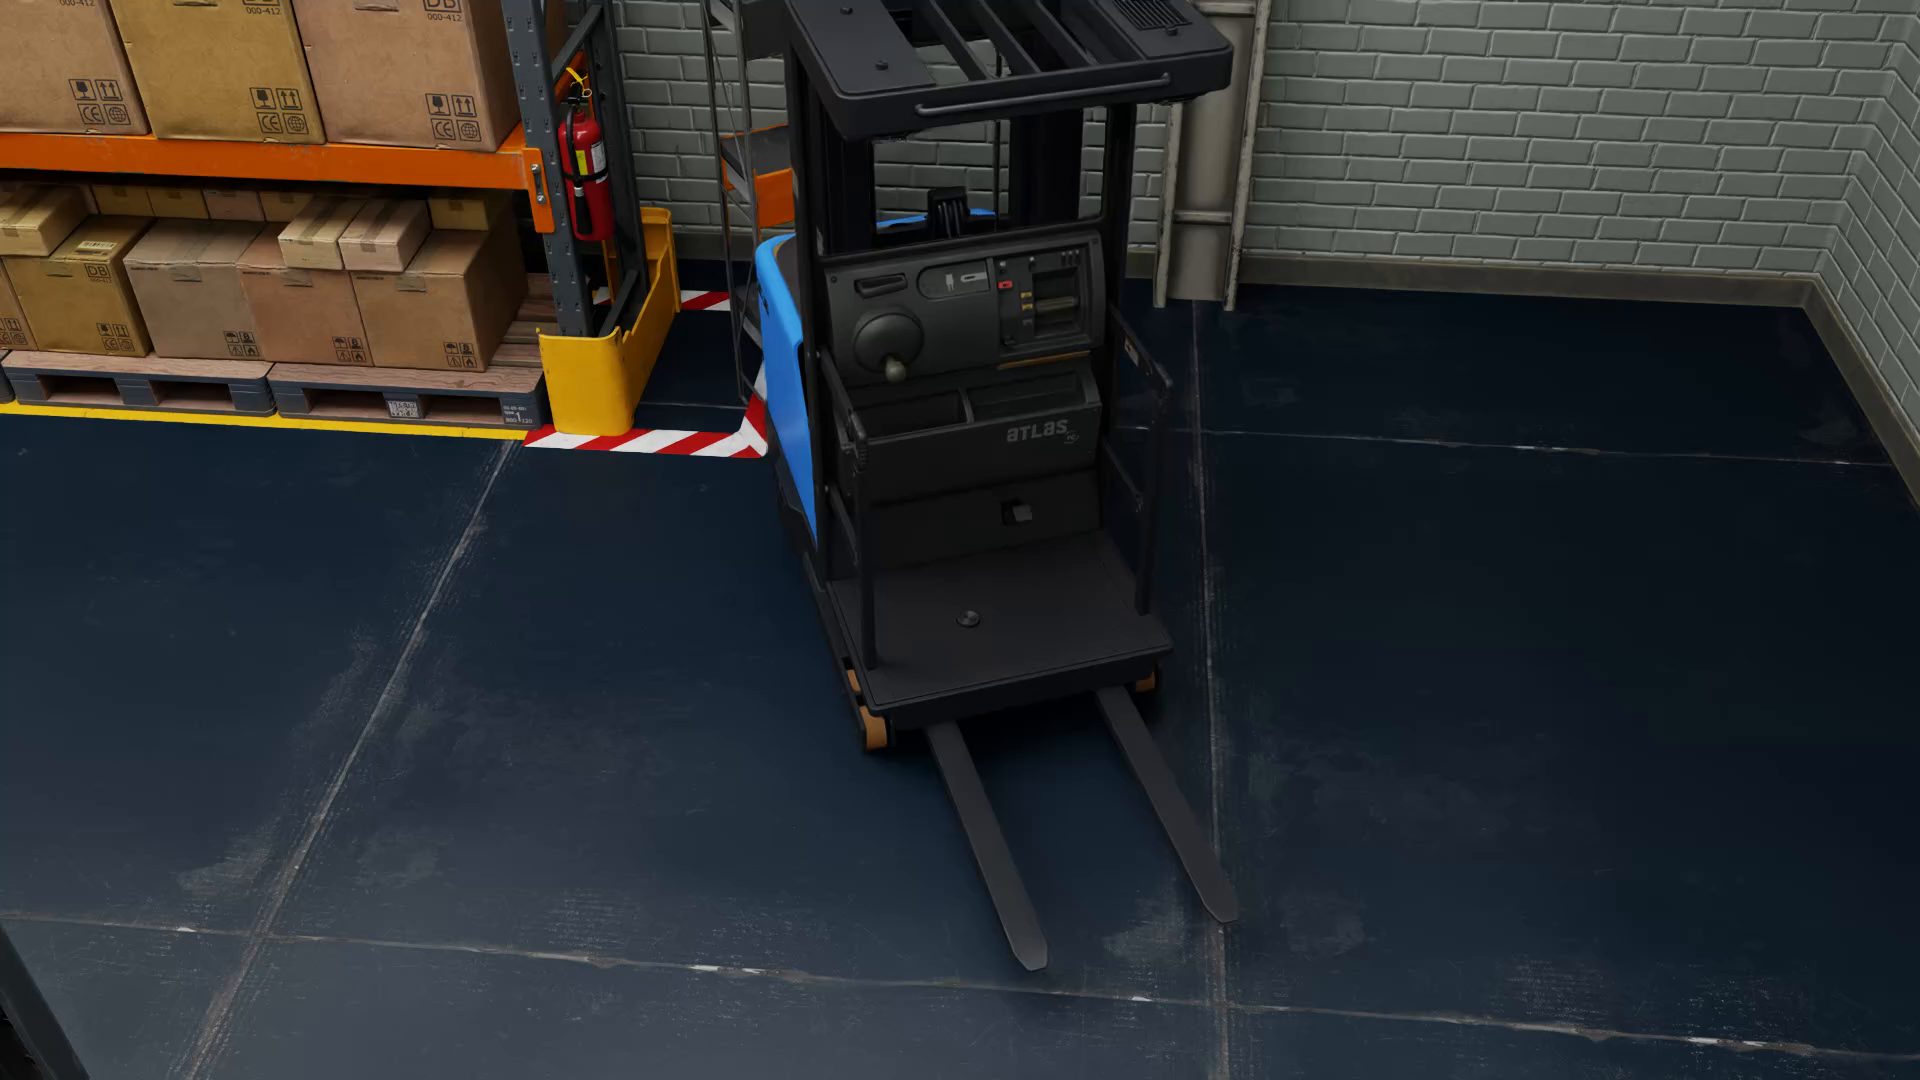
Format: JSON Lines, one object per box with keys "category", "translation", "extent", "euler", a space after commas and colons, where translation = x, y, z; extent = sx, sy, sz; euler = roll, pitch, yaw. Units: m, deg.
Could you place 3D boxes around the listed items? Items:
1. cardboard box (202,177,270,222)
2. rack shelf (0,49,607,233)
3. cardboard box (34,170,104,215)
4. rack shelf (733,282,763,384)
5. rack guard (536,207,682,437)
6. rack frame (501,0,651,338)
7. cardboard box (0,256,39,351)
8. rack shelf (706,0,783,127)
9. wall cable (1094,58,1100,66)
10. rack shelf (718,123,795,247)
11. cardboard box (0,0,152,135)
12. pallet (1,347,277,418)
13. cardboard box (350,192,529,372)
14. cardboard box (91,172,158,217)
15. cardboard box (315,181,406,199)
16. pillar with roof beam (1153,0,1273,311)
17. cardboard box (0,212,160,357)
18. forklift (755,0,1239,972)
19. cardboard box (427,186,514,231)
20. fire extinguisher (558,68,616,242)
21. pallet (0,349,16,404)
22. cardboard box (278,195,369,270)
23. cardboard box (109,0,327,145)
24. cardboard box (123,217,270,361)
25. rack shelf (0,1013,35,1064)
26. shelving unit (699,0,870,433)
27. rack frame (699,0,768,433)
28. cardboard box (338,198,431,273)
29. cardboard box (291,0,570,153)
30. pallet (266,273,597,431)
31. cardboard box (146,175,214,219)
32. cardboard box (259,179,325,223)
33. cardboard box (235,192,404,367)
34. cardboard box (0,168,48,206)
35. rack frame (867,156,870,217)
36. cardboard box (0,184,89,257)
{"category": "cardboard box", "translation": [-3.177, -1.587, 7.457], "extent": [0.250, 0.149, 0.380], "euler": [4, 39, 4]}
{"category": "rack shelf", "translation": [-3.598, -1.823, 7.184], "extent": [4.000, 0.370, 1.077], "euler": [3, 39, 4]}
{"category": "cardboard box", "translation": [-3.942, -1.628, 7.508], "extent": [0.250, 0.149, 0.380], "euler": [4, 39, 4]}
{"category": "rack shelf", "translation": [-0.687, -0.875, 7.292], "extent": [0.480, 0.518, 0.431], "euler": [-19, 43, -22]}
{"category": "rack guard", "translation": [-1.582, -1.023, 7.610], "extent": [0.348, 0.500, 1.175], "euler": [3, 39, 4]}
{"category": "rack frame", "translation": [-1.605, -1.993, 6.823], "extent": [0.127, 3.000, 1.000], "euler": [3, 39, 4]}
{"category": "cardboard box", "translation": [-4.354, -1.270, 7.582], "extent": [0.500, 0.500, 0.700], "euler": [3, 39, 3]}
{"category": "rack shelf", "translation": [-0.687, -1.961, 6.408], "extent": [0.480, 0.518, 0.431], "euler": [-19, 43, -22]}
{"category": "wall cable", "translation": [-0.248, -2.913, 7.147], "extent": [1.851, 1.984, 0.084], "euler": [3, 39, 4]}
{"category": "rack shelf", "translation": [-0.687, -1.418, 6.850], "extent": [0.480, 0.518, 0.431], "euler": [-19, 43, -22]}
{"category": "cardboard box", "translation": [-3.599, -2.211, 6.853], "extent": [0.700, 0.700, 0.980], "euler": [1, 39, 2]}
{"category": "pallet", "translation": [-3.621, -0.974, 7.780], "extent": [1.213, 0.211, 1.003], "euler": [3, 39, 4]}
{"category": "cardboard box", "translation": [-2.311, -1.162, 7.449], "extent": [0.500, 0.500, 0.700], "euler": [3, 39, 4]}
{"category": "cardboard box", "translation": [-3.685, -1.615, 7.491], "extent": [0.250, 0.149, 0.380], "euler": [2, 39, 3]}
{"category": "cardboard box", "translation": [-2.674, -1.560, 7.424], "extent": [0.250, 0.149, 0.380], "euler": [3, 39, 4]}
{"category": "pillar with roof beam", "translation": [0.788, -2.009, 2.090], "extent": [0.400, 9.000, 9.100], "euler": [3, 39, 4]}
{"category": "cardboard box", "translation": [-3.843, -1.241, 7.546], "extent": [0.500, 0.500, 0.700], "euler": [4, 39, 5]}
{"category": "forklift", "translation": [0.091, -0.681, 5.264], "extent": [1.130, 2.935, 3.031], "euler": [-11, 40, -13]}
{"category": "cardboard box", "translation": [-2.170, -1.533, 7.390], "extent": [0.250, 0.149, 0.380], "euler": [3, 39, 4]}
{"category": "fire extinguisher", "translation": [-1.495, -1.520, 6.598], "extent": [0.183, 0.674, 0.296], "euler": [3, 39, 4]}
{"category": "pallet", "translation": [-4.840, -1.039, 7.859], "extent": [1.213, 0.211, 1.003], "euler": [3, 39, 4]}
{"category": "cardboard box", "translation": [-2.710, -1.319, 7.128], "extent": [0.250, 0.149, 0.380], "euler": [4, 39, 5]}
{"category": "cardboard box", "translation": [-2.840, -2.164, 6.795], "extent": [0.700, 0.700, 0.980], "euler": [3, 39, 3]}
{"category": "cardboard box", "translation": [-3.311, -1.216, 7.515], "extent": [0.500, 0.500, 0.700], "euler": [2, 39, 2]}
{"category": "rack shelf", "translation": [-4.022, 1.292, 3.356], "extent": [4.000, 0.370, 1.077], "euler": [3, 39, 4]}
{"category": "shelving unit", "translation": [-0.687, -1.428, 6.842], "extent": [0.503, 2.100, 0.431], "euler": [-19, 43, -22]}
{"category": "rack frame", "translation": [-0.902, -1.356, 6.752], "extent": [0.015, 2.100, 0.400], "euler": [-19, 43, -22]}
{"category": "cardboard box", "translation": [-2.455, -1.306, 7.112], "extent": [0.250, 0.149, 0.380], "euler": [3, 39, 3]}
{"category": "cardboard box", "translation": [-2.114, -2.131, 6.755], "extent": [0.700, 0.700, 0.980], "euler": [5, 39, 6]}
{"category": "pallet", "translation": [-2.409, -0.906, 7.696], "extent": [1.213, 0.211, 1.003], "euler": [3, 39, 4]}
{"category": "cardboard box", "translation": [-3.433, -1.600, 7.474], "extent": [0.250, 0.149, 0.380], "euler": [4, 39, 4]}
{"category": "cardboard box", "translation": [-2.924, -1.574, 7.441], "extent": [0.250, 0.149, 0.380], "euler": [3, 39, 4]}
{"category": "cardboard box", "translation": [-2.810, -1.189, 7.482], "extent": [0.500, 0.500, 0.700], "euler": [3, 39, 4]}
{"category": "cardboard box", "translation": [-4.194, -1.642, 7.525], "extent": [0.250, 0.149, 0.380], "euler": [2, 39, 2]}
{"category": "rack frame", "translation": [-0.472, -1.501, 6.931], "extent": [0.015, 2.100, 0.400], "euler": [-19, 43, -22]}
{"category": "cardboard box", "translation": [-4.009, -1.389, 7.214], "extent": [0.250, 0.149, 0.380], "euler": [2, 39, 3]}
